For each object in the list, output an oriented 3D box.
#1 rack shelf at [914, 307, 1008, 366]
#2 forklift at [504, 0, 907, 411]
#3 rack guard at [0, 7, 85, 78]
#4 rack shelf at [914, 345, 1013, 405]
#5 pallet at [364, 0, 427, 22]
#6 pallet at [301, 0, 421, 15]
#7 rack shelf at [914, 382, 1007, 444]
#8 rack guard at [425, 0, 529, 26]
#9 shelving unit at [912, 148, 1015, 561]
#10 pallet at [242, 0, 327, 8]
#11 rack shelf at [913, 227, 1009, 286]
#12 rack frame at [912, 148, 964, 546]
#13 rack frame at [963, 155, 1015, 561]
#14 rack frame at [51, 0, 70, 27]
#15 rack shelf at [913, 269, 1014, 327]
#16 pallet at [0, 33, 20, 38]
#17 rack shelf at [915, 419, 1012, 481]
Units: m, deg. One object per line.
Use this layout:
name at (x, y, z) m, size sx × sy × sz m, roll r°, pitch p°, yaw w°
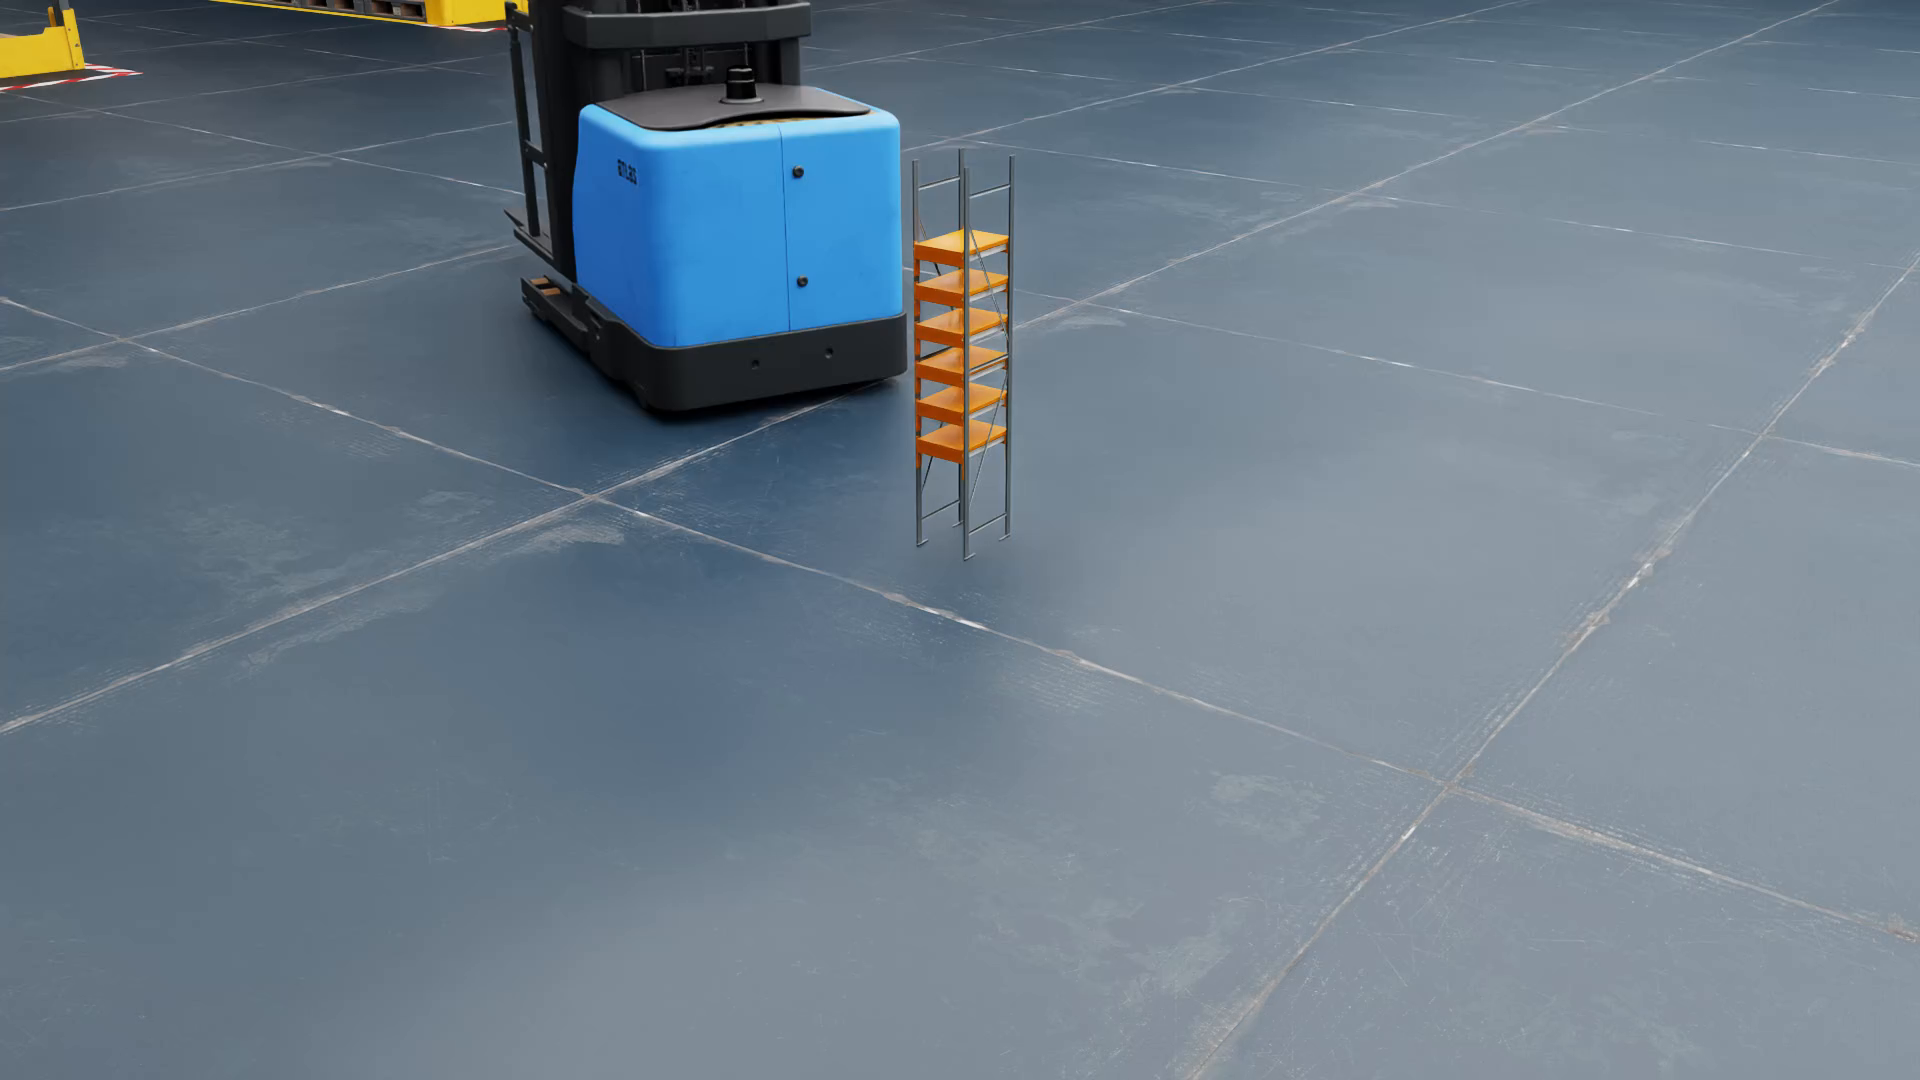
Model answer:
rack shelf at (0.012, -0.615, 4.970) m, size 0.180 × 0.103 × 0.258 m, roll 17°, pitch 29°, yaw 33°
forklift at (-1.344, -2.376, 7.008) m, size 1.130 × 2.935 × 3.031 m, roll -12°, pitch 27°, yaw -25°
rack guard at (-8.220, -4.267, 14.315) m, size 0.348 × 0.500 × 1.175 m, roll 17°, pitch 29°, yaw 33°
rack shelf at (0.012, -0.505, 5.018) m, size 0.180 × 0.103 × 0.258 m, roll 17°, pitch 29°, yaw 33°
pallet at (-5.850, -5.956, 18.506) m, size 1.213 × 0.211 × 1.003 m, roll 17°, pitch 29°, yaw 33°
pallet at (-6.822, -6.251, 19.176) m, size 1.213 × 0.211 × 1.003 m, roll 17°, pitch 29°, yaw 33°
rack shelf at (0.012, -0.395, 5.066) m, size 0.180 × 0.103 × 0.258 m, roll 17°, pitch 29°, yaw 33°
rack guard at (-5.221, -5.880, 17.976) m, size 0.348 × 0.500 × 1.175 m, roll 17°, pitch 29°, yaw 33°
shelving unit at (0.012, -0.546, 5.000) m, size 0.189 × 1.200 × 0.258 m, roll 17°, pitch 29°, yaw 33°
pallet at (-7.803, -6.546, 19.845) m, size 1.213 × 0.211 × 1.003 m, roll 17°, pitch 29°, yaw 33°
rack shelf at (0.012, -0.834, 4.873) m, size 0.180 × 0.103 × 0.258 m, roll 17°, pitch 29°, yaw 33°
rack frame at (-0.062, -0.568, 5.050) m, size 0.006 × 1.200 × 0.240 m, roll 17°, pitch 29°, yaw 33°
rack frame at (0.085, -0.523, 4.950) m, size 0.006 × 1.200 × 0.240 m, roll 17°, pitch 29°, yaw 33°
rack frame at (-8.131, -5.408, 13.803) m, size 0.127 × 3.000 × 1.000 m, roll 17°, pitch 29°, yaw 33°
rack shelf at (0.012, -0.725, 4.921) m, size 0.180 × 0.103 × 0.258 m, roll 17°, pitch 29°, yaw 33°
pallet at (-8.867, -4.333, 14.823) m, size 1.213 × 0.211 × 1.003 m, roll 17°, pitch 29°, yaw 33°
rack shelf at (0.012, -0.285, 5.115) m, size 0.180 × 0.103 × 0.258 m, roll 17°, pitch 29°, yaw 33°
